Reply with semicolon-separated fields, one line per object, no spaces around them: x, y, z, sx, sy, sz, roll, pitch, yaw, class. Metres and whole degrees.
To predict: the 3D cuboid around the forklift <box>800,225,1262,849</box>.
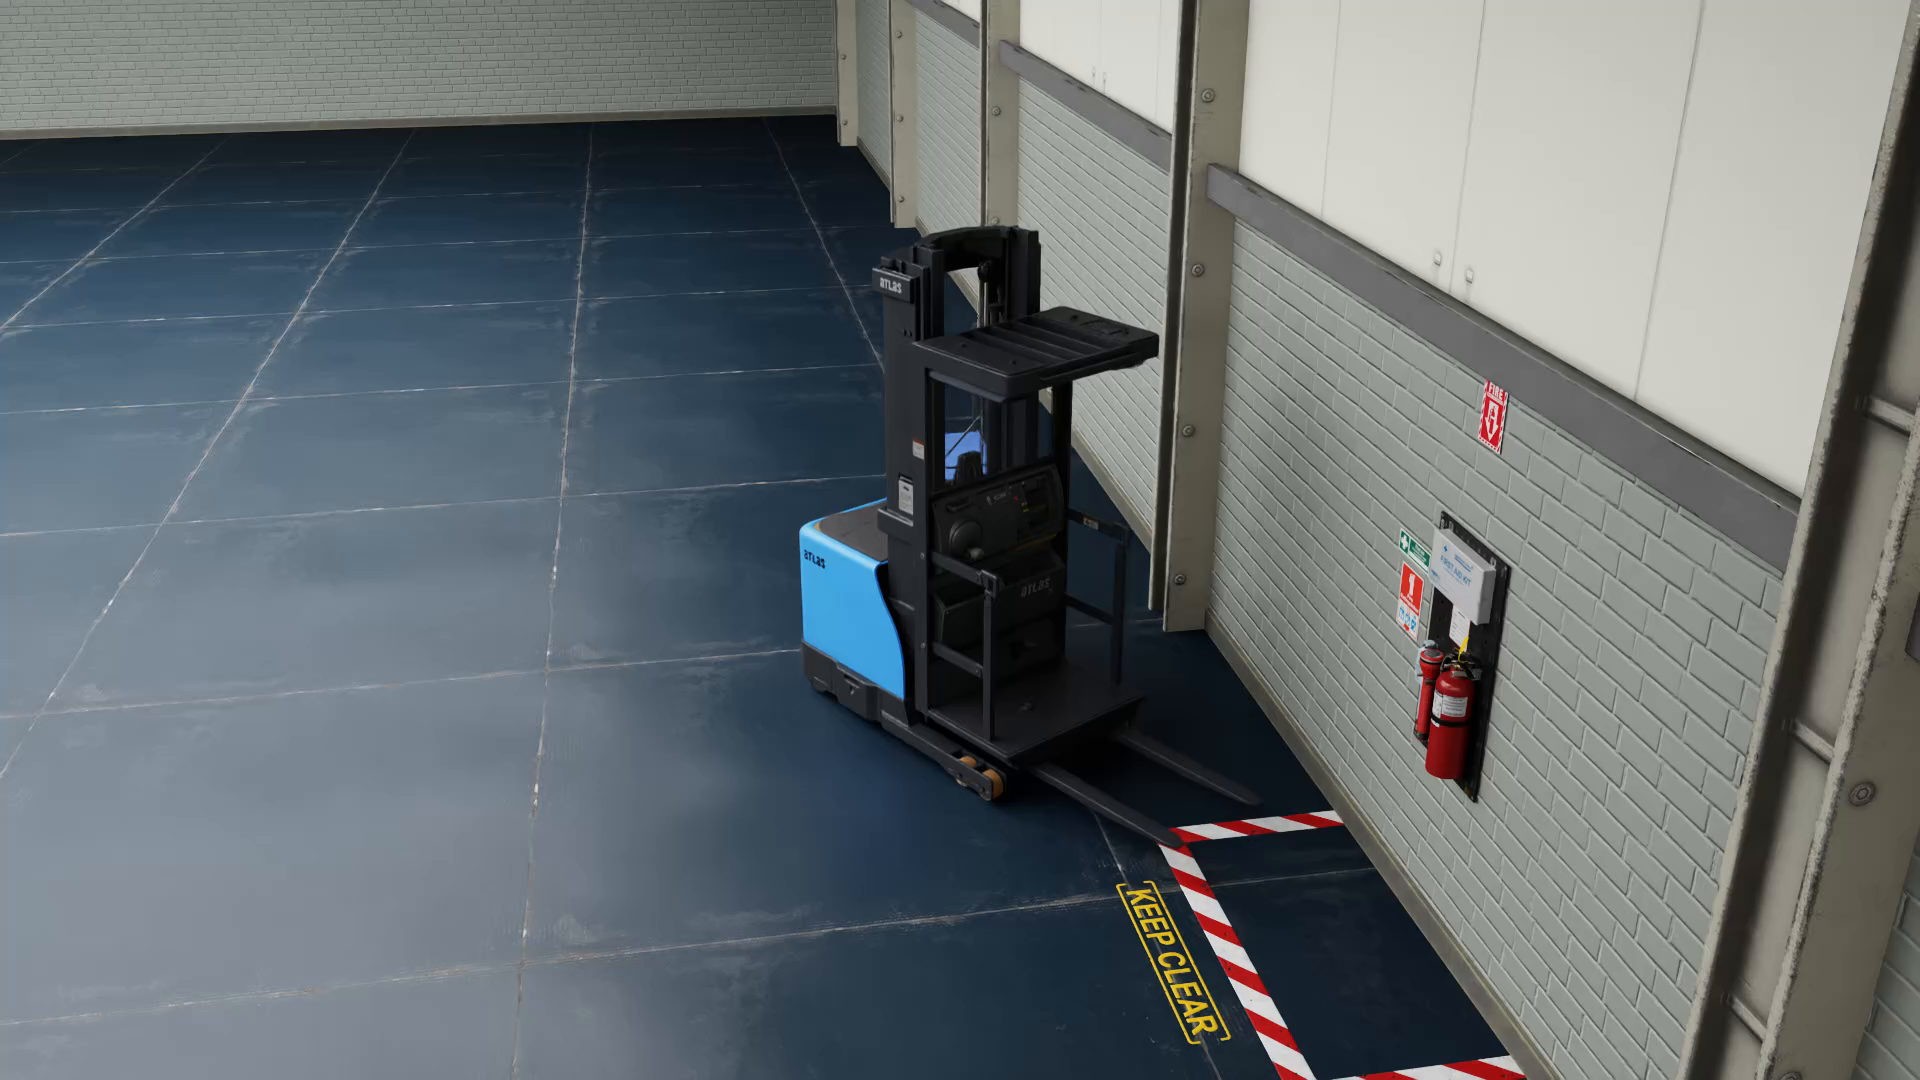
0.357;-0.132;9.133;1.130;2.935;3.031;-19;30;-37;forklift

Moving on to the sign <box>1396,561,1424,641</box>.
2.171;0.294;8.026;0.001;0.329;0.234;-4;24;-10;sign

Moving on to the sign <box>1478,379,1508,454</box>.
2.268;-0.537;7.078;0.001;0.298;0.199;-4;24;-10;sign

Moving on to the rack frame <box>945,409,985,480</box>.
0.078;-0.521;11.811;0.500;1.500;0.032;-4;24;-10;rack frame

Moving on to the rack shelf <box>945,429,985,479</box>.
-0.016;-0.556;12.341;0.538;0.185;1.000;-4;24;-10;rack shelf

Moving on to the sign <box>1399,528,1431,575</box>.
2.163;0.054;7.915;0.001;0.109;0.331;-4;24;-10;sign

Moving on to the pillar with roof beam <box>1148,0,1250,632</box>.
-2.749;-3.280;8.759;9.100;9.000;0.400;-4;24;-10;pillar with roof beam

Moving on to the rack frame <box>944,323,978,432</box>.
-0.110;-0.921;12.727;0.500;1.500;0.032;-4;24;-10;rack frame

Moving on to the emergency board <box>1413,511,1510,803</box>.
2.172;0.536;7.518;0.194;1.169;0.643;-4;24;-10;emergency board

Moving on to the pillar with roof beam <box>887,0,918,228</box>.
-4.968;-8.000;19.567;9.100;9.000;0.400;-4;24;-10;pillar with roof beam

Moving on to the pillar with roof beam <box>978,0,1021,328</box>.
-3.858;-5.640;14.163;9.100;9.000;0.400;-4;24;-10;pillar with roof beam

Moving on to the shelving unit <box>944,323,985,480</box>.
-0.016;-0.721;12.269;0.538;1.500;1.048;-4;24;-10;shelving unit

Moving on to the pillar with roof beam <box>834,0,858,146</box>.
-6.077;-10.360;24.970;9.100;9.000;0.400;-4;24;-10;pillar with roof beam
